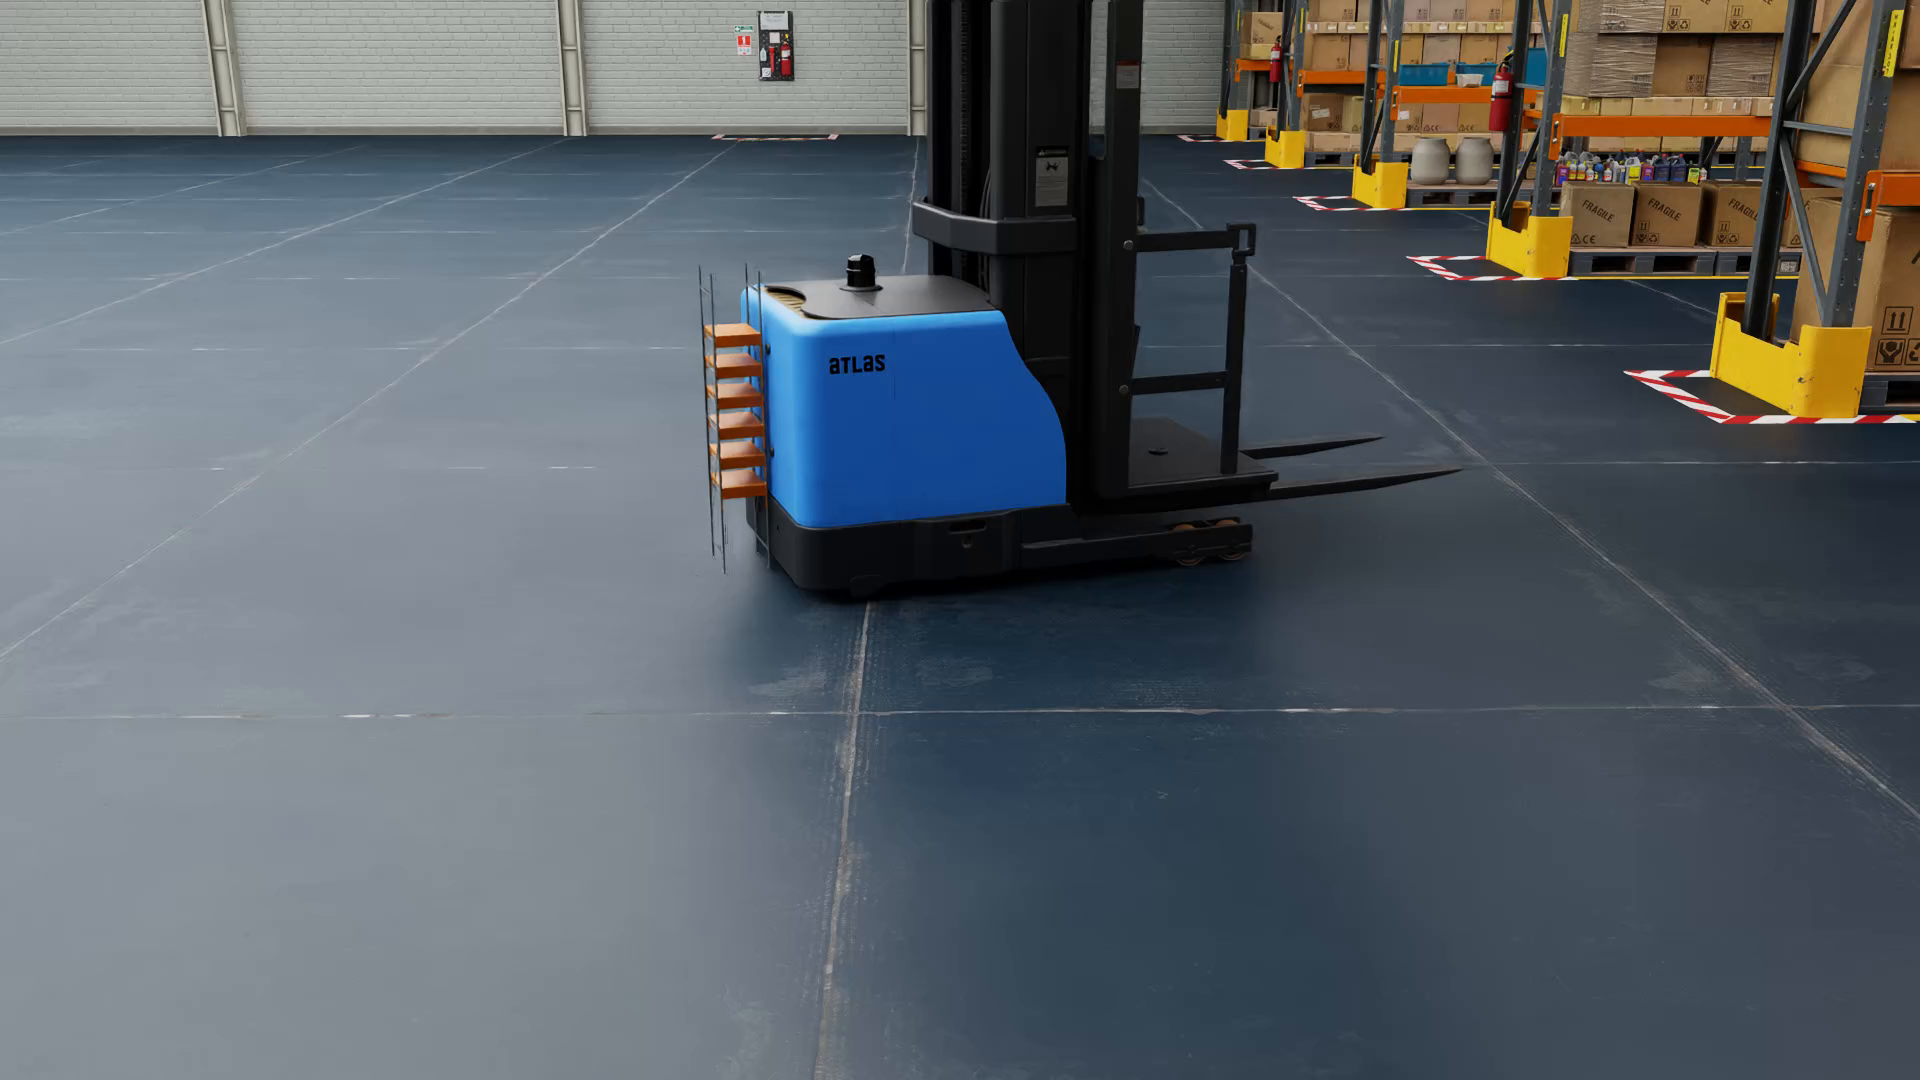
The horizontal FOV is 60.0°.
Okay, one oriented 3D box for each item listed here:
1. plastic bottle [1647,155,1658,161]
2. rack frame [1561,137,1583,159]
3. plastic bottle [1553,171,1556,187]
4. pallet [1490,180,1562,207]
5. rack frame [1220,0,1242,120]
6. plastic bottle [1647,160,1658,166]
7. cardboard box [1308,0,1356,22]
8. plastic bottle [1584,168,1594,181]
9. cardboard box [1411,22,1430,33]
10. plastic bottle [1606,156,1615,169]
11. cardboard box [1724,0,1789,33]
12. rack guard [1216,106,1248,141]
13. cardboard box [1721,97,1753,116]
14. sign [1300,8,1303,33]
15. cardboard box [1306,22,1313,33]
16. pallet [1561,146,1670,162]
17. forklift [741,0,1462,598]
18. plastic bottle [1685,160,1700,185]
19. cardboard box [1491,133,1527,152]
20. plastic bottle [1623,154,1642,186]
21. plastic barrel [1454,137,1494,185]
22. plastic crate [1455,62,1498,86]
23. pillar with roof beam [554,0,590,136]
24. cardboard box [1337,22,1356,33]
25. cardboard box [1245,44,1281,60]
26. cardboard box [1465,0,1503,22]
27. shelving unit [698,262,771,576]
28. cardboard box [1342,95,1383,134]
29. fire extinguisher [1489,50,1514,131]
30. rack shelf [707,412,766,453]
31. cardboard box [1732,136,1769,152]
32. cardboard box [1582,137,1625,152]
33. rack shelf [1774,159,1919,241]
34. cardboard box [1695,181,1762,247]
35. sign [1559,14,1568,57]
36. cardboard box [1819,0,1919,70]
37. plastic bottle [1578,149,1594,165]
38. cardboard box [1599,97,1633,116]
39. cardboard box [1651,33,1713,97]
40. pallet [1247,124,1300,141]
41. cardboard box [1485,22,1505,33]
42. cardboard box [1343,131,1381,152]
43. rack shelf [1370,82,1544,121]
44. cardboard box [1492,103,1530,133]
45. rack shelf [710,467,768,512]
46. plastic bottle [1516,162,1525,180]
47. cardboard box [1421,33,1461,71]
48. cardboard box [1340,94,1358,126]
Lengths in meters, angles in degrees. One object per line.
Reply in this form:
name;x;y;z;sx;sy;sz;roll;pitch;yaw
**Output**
plastic bottle;8.092;-4.357;19.459;0.135;0.276;0.152;0;18;1
rack frame;8.666;-6.835;23.444;0.127;3.000;1.000;0;18;-1
plastic bottle;6.662;-4.094;18.761;0.097;0.201;0.097;0;18;0
pallet;6.845;-3.997;19.163;1.213;0.211;1.003;0;18;-1
rack frame;4.584;-8.329;28.101;0.127;3.000;1.000;0;18;-1
plastic bottle;7.881;-4.188;18.931;0.135;0.276;0.152;0;18;-1
cardboard box;5.186;-7.480;23.167;0.500;0.500;0.700;0;18;-1
plastic bottle;7.100;-4.096;18.767;0.097;0.201;0.097;0;18;0
cardboard box;6.350;-7.115;23.092;0.250;0.149;0.380;-1;18;-2
plastic bottle;7.591;-4.342;19.420;0.097;0.271;0.097;0;18;0
cardboard box;6.373;-4.378;13.498;0.500;0.500;0.500;0;18;-1
rack guard;4.660;-7.139;28.484;0.348;0.500;1.175;0;18;-1
cardboard box;6.357;-3.607;13.793;0.250;0.149;0.380;0;18;-1
sign;4.669;-7.096;22.712;0.005;0.325;0.100;0;18;-1
cardboard box;5.045;-7.232;23.457;0.250;0.149;0.380;-1;18;-2
pallet;9.402;-5.523;23.919;1.213;0.211;1.003;0;18;-1
forklift;0.667;-1.435;6.722;3.031;2.935;1.130;-6;19;-19
plastic bottle;8.264;-4.135;18.755;0.133;0.283;0.061;1;18;2
cardboard box;7.705;-5.658;23.587;0.500;0.250;0.500;0;18;-1
plastic bottle;7.586;-4.177;18.774;0.185;0.351;0.144;0;18;-1
plastic barrel;5.899;-4.347;19.074;0.421;0.512;0.421;0;18;0
plastic crate;5.886;-5.327;18.988;0.408;0.251;0.499;0;18;-1
pillar with roof beam;-6.660;-10.080;23.739;0.400;9.000;9.100;0;18;-1
cardboard box;5.326;-7.111;23.077;0.250;0.149;0.380;-1;18;-2
cardboard box;5.077;-8.172;27.826;0.500;0.250;0.500;-1;18;-2
cardboard box;7.216;-7.491;23.203;0.500;0.500;0.700;0;18;-1
shelving unit;-0.887;-0.473;6.556;0.189;1.200;0.258;-6;19;-19
cardboard box;5.706;-6.001;23.431;0.500;0.500;0.500;0;18;-1
fire extinguisher;4.697;-3.894;14.401;0.183;0.674;0.296;0;18;-1
rack shelf;-0.887;-0.430;6.570;0.180;0.103;0.258;-6;19;-19
cardboard box;11.125;-5.663;23.605;0.500;0.250;0.500;0;18;0
cardboard box;9.073;-5.652;23.571;0.500;0.250;0.500;-1;18;-2
rack shelf;6.796;-1.942;9.369;4.000;0.370;1.077;0;18;-1
cardboard box;6.667;-2.809;14.297;0.500;0.500;0.500;1;18;4
sign;4.828;-4.037;13.304;0.005;0.325;0.100;0;18;-1
cardboard box;5.168;-2.851;9.010;0.550;0.550;0.875;0;18;-1
plastic bottle;7.313;-4.390;19.440;0.185;0.351;0.144;0;18;-1
cardboard box;5.358;-3.595;13.754;0.250;0.149;0.380;0;18;-1
cardboard box;5.867;-4.013;13.996;0.500;0.500;0.875;0;18;-1
pallet;5.473;-6.995;28.506;1.213;0.211;1.003;0;18;-1
cardboard box;7.380;-7.121;23.109;0.250;0.149;0.380;0;18;-1
cardboard box;5.706;-5.645;23.548;0.500;0.250;0.500;0;18;-1
rack shelf;6.740;-4.970;18.808;4.000;0.370;1.077;0;18;-1
cardboard box;7.705;-6.015;23.474;0.500;0.500;0.500;0;18;-1
rack shelf;-0.887;-0.202;6.643;0.180;0.103;0.258;-6;19;-19
plastic bottle;6.570;-4.323;19.473;0.097;0.201;0.097;0;18;0
cardboard box;6.681;-6.870;23.390;0.500;0.500;0.700;0;18;1
cardboard box;6.582;-7.315;28.312;0.500;0.500;0.700;-1;18;-4
